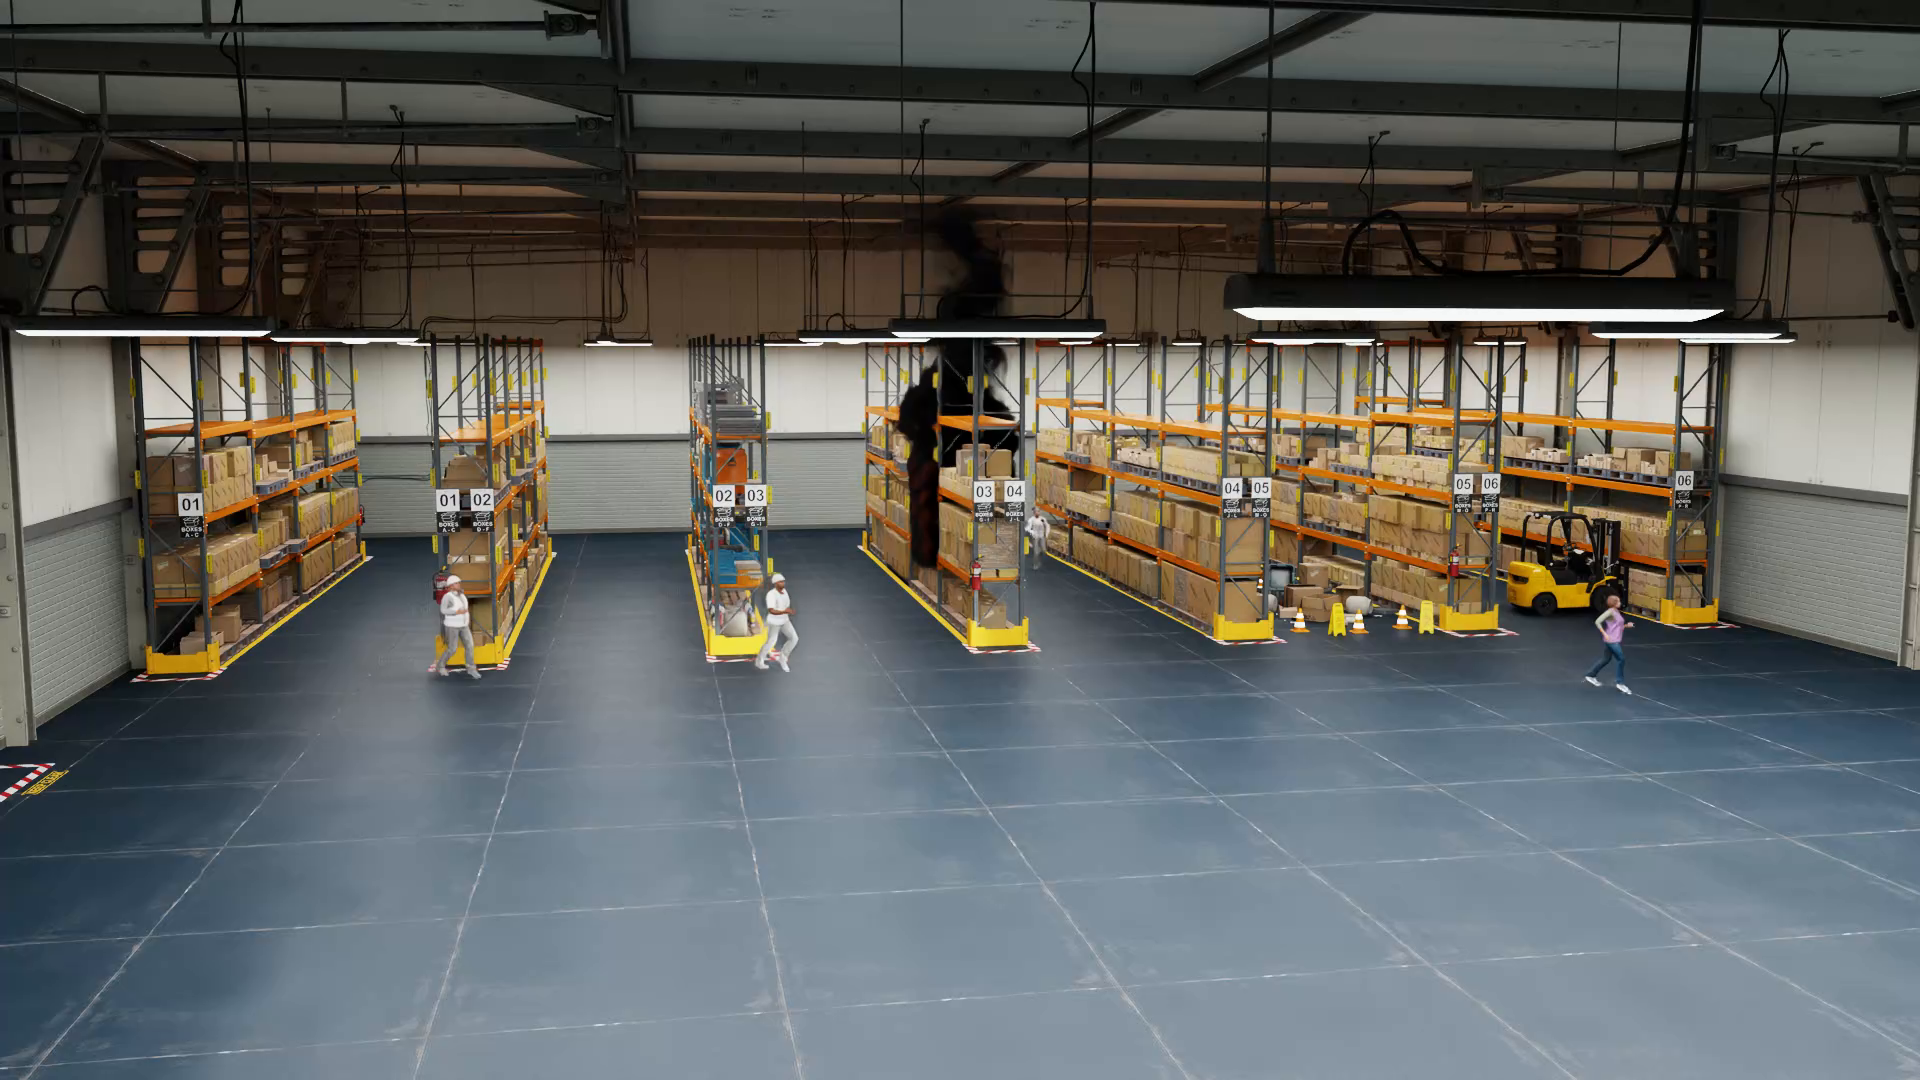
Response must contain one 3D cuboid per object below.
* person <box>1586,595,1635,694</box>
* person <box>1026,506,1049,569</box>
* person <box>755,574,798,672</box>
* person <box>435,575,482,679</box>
[{"bbox_3d":[10.897,1.731,27.859,0.757,1.636,0.514,4,7,29],"label":"person"},{"bbox_3d":[2.045,-0.059,43.287,0.629,1.656,0.575,-1,7,-7],"label":"person"},{"bbox_3d":[-3.217,1.469,29.539,0.866,1.767,0.715,4,8,30],"label":"person"},{"bbox_3d":[-8.759,1.514,28.948,0.848,1.798,0.663,3,7,26],"label":"person"}]
